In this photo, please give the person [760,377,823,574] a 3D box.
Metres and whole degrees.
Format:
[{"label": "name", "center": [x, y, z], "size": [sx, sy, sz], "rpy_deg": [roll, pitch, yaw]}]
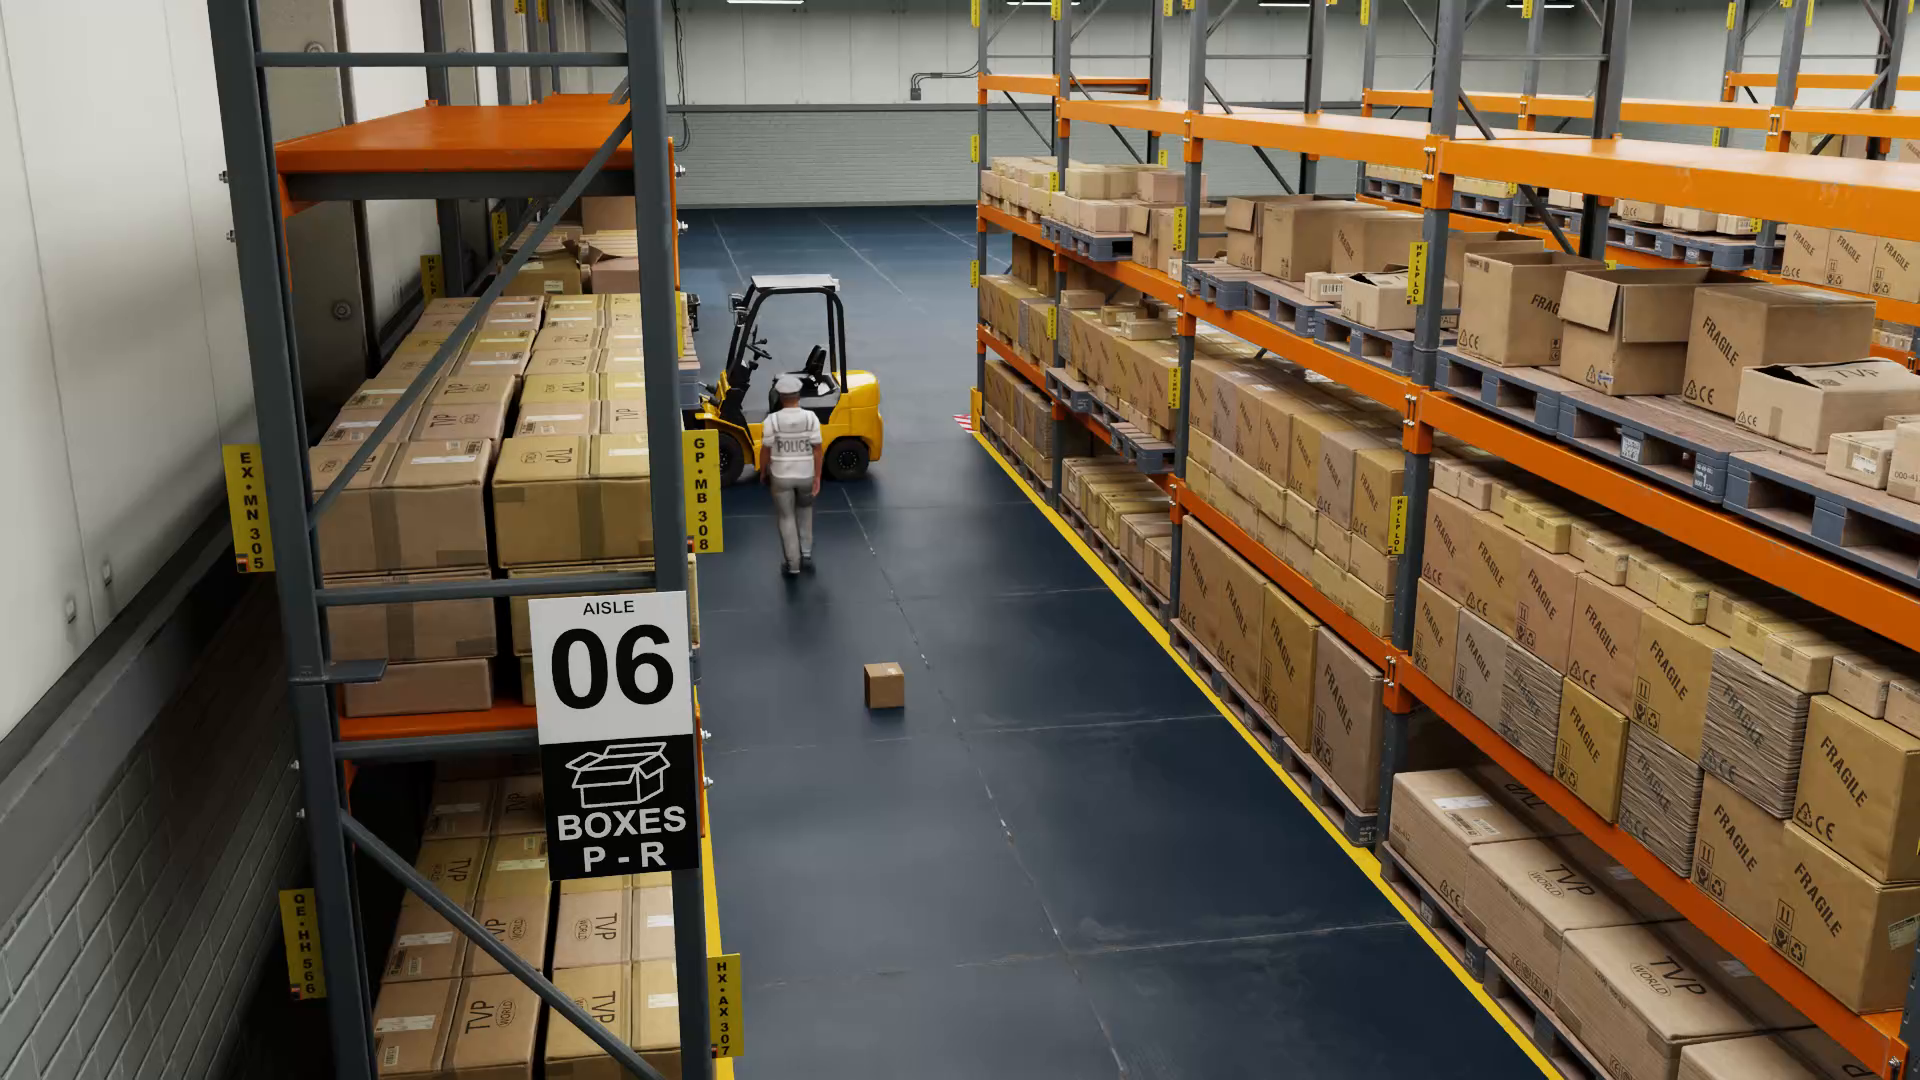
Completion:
[{"label": "person", "center": [-1.532, -0.559, 14.987], "size": [0.538, 1.848, 0.598], "rpy_deg": [-6, 17, -18]}]
